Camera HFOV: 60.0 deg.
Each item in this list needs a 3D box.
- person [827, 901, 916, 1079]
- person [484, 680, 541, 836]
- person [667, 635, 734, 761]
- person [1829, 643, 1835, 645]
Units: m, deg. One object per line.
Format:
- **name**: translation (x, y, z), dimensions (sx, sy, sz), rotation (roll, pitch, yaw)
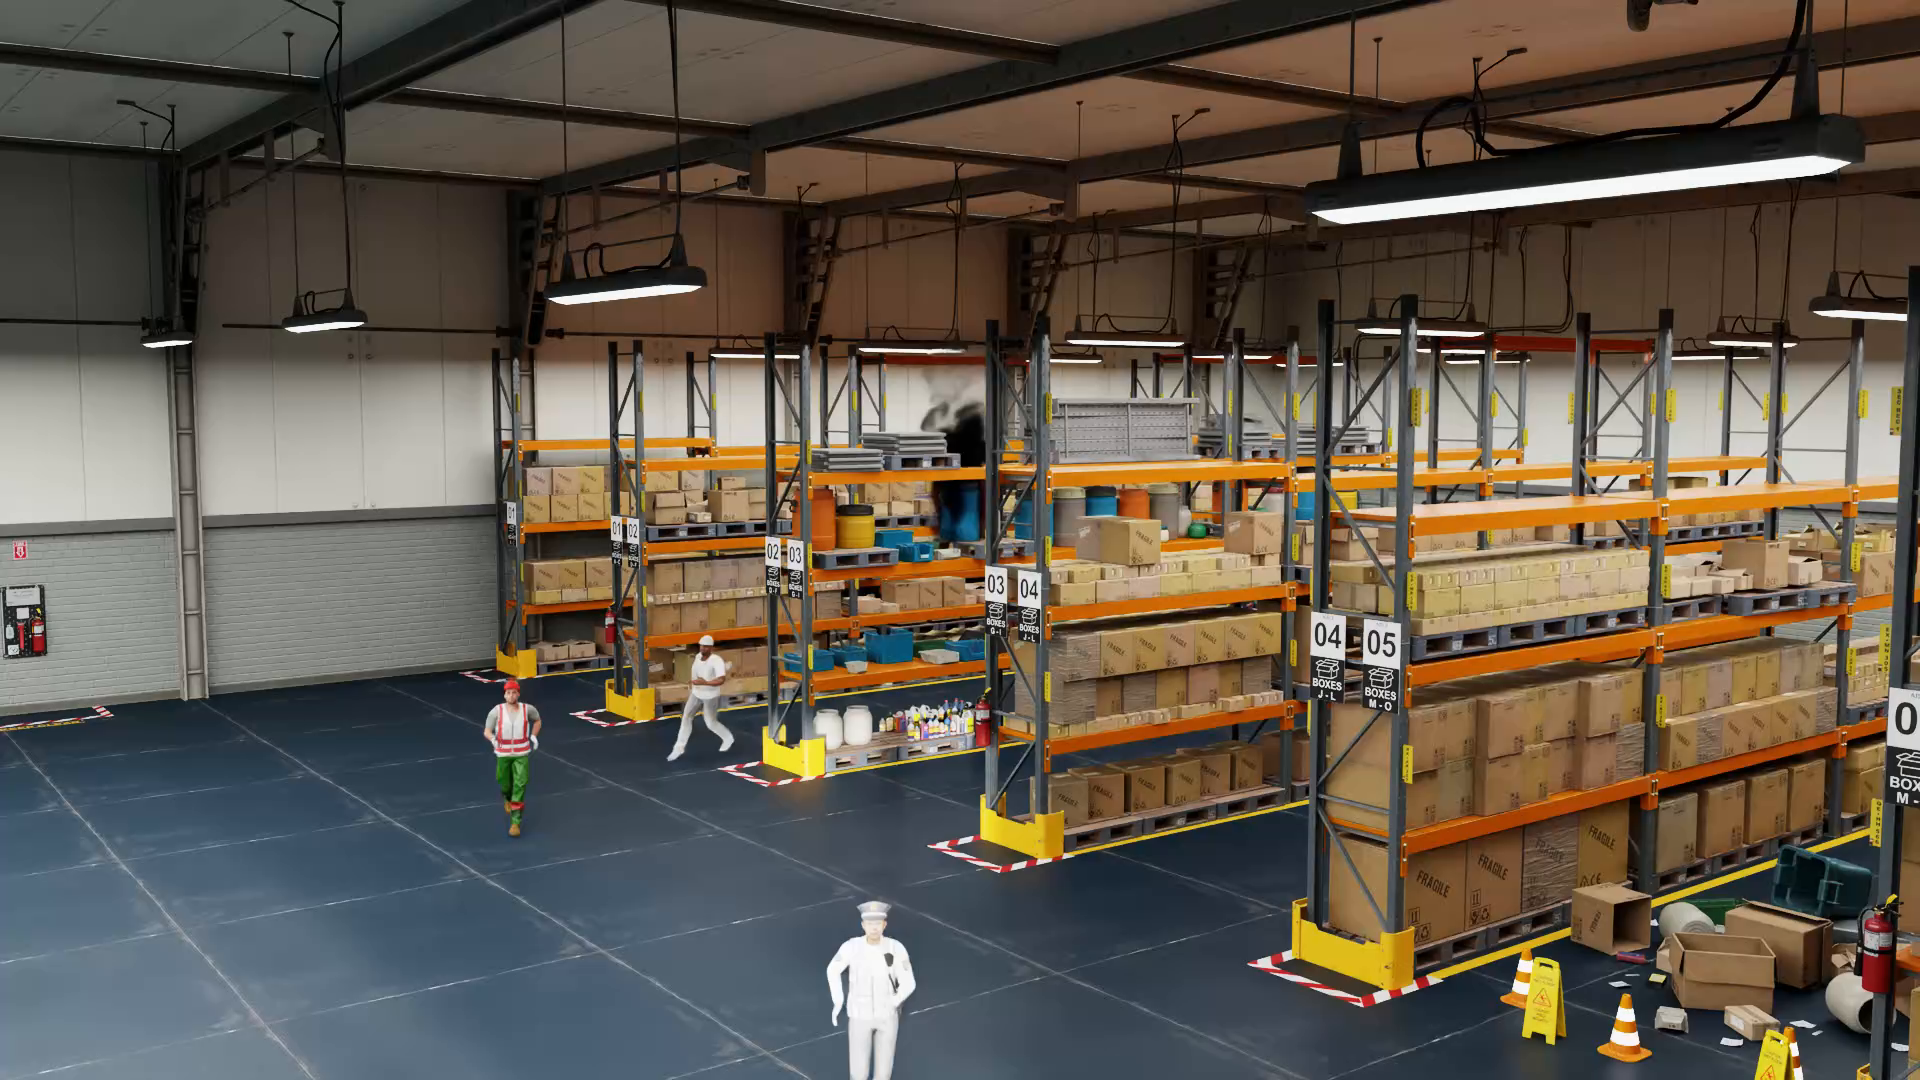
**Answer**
- **person**: translation (-0.609, 3.321, 11.543), dimensions (0.614, 1.651, 0.546), rotation (0, 5, -5)
- **person**: translation (-5.282, 2.540, 19.676), dimensions (0.656, 1.770, 0.947), rotation (-1, 5, -15)
- **person**: translation (-3.609, 2.218, 23.570), dimensions (0.713, 1.757, 0.991), rotation (4, 6, 38)
- **person**: translation (12.602, 2.262, 23.931), dimensions (0.858, 1.602, 0.594), rotation (-4, 7, -42)
